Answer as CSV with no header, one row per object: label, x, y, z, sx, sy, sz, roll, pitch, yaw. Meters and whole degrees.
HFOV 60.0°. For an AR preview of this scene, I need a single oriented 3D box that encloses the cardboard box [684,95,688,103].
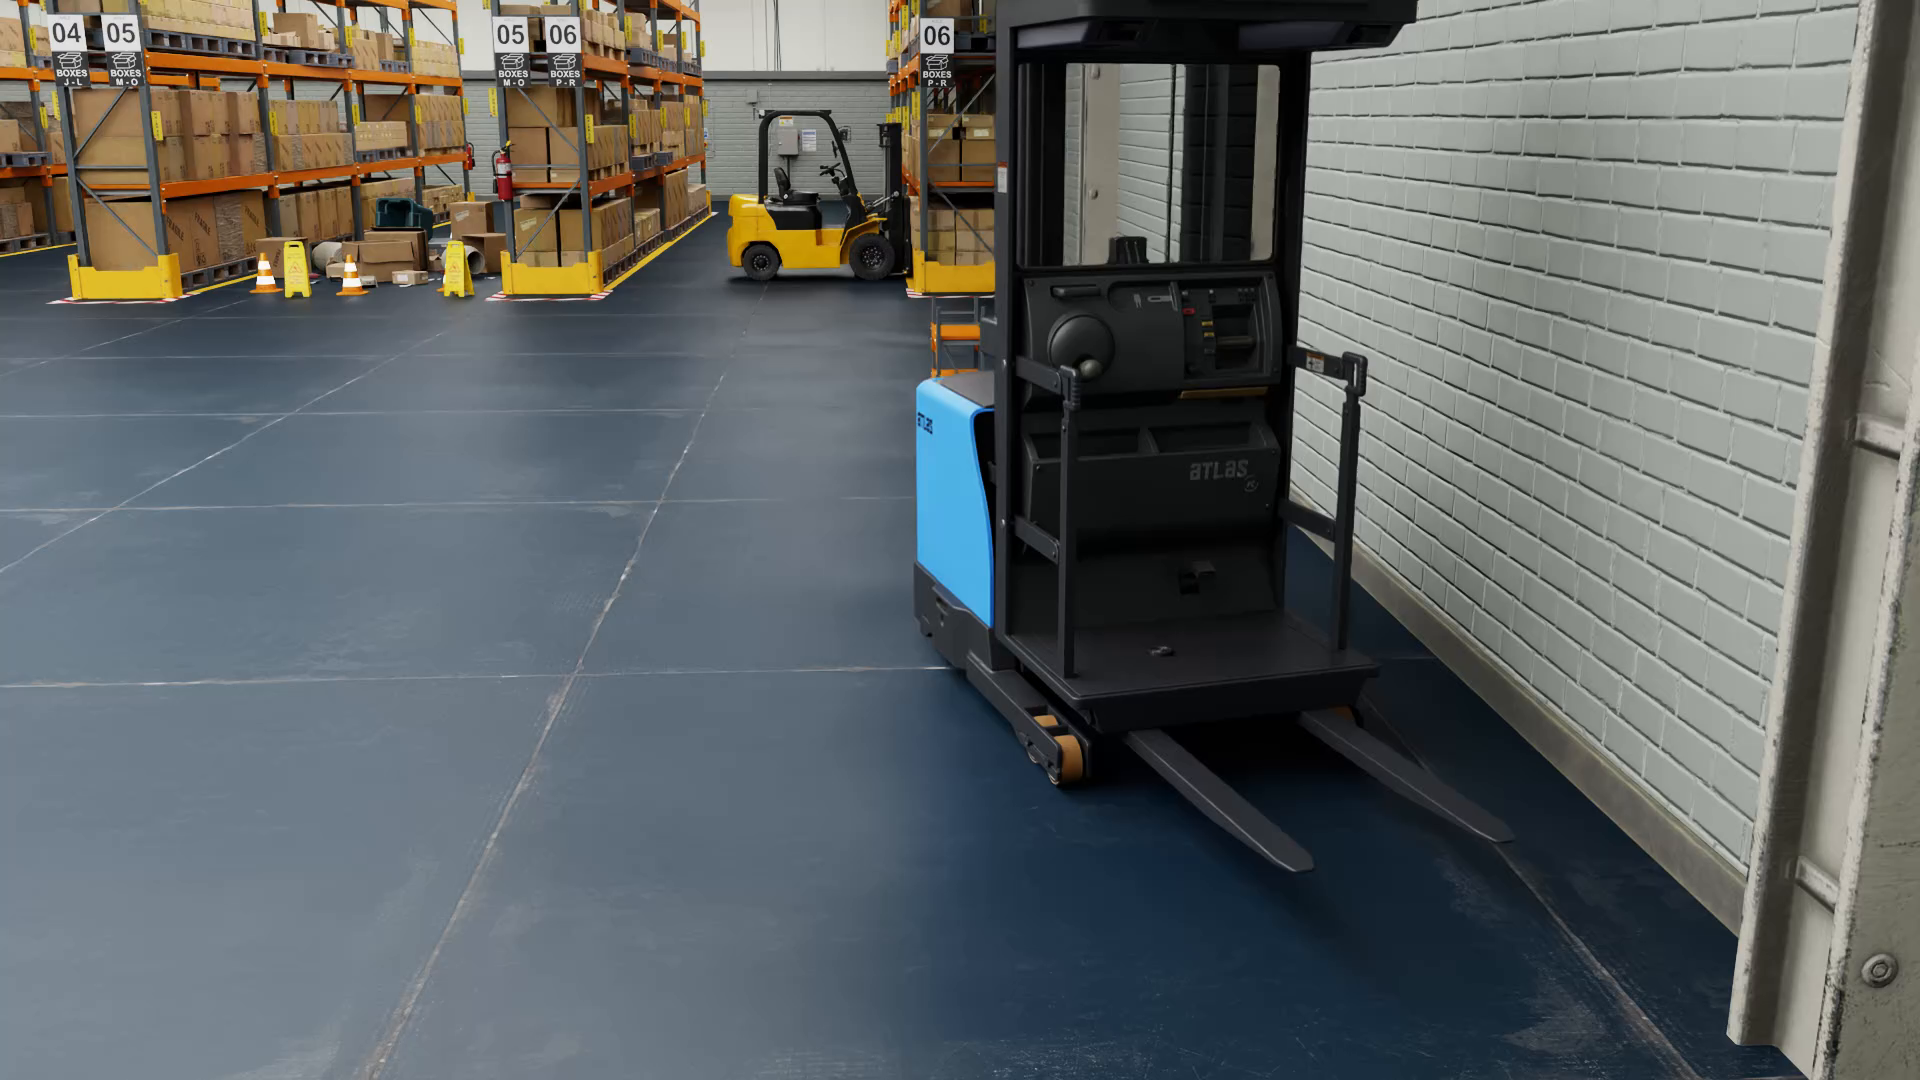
cardboard box,-5.484,-8.547,32.215,0.380,0.149,0.250,-1,14,-4

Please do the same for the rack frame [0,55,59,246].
rack frame,-15.322,-6.280,26.916,1.000,3.000,0.127,-1,14,-3

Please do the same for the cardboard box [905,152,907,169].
cardboard box,-0.559,-5.690,24.921,0.500,0.250,0.500,-1,14,-4

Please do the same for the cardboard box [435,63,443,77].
cardboard box,-10.460,-9.210,32.584,0.500,0.250,0.500,0,14,-1

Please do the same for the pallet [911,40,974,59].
pallet,-0.151,-6.714,22.760,1.003,0.211,1.213,-1,14,-3

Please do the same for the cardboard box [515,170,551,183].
cardboard box,-5.172,-4.412,20.158,0.380,0.149,0.250,0,14,-2

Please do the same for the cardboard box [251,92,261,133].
cardboard box,-10.129,-5.840,22.738,0.875,0.550,0.550,-1,14,-3

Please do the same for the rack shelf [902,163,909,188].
rack shelf,-0.353,-5.665,25.968,1.077,0.370,4.000,-1,14,-3

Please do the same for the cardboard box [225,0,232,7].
cardboard box,-9.731,-7.033,21.680,0.380,0.149,0.250,-1,14,-2

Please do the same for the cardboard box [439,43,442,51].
cardboard box,-10.533,-9.804,33.088,0.380,0.149,0.250,-1,14,-5

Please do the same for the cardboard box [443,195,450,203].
cardboard box,-10.467,-6.840,33.371,0.380,0.149,0.250,0,14,-1

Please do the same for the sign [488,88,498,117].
sign,-5.491,-5.154,19.580,0.100,0.325,0.005,-1,14,-3

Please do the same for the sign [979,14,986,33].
sign,0.324,-7.267,23.532,0.100,0.325,0.005,-1,14,-3

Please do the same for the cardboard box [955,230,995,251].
cardboard box,0.196,-3.755,20.774,0.500,0.250,0.500,-1,14,-2

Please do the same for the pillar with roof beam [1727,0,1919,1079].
pillar with roof beam,-2.307,-3.071,2.402,9.100,9.000,0.400,-1,14,-3

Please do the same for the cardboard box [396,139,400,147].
cardboard box,-10.361,-7.186,30.097,0.380,0.149,0.250,-1,14,-4

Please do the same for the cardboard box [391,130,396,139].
cardboard box,-10.340,-7.261,29.793,0.380,0.149,0.250,-1,14,-5

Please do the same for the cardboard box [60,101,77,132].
cardboard box,-15.389,-7.159,28.116,0.797,0.503,0.637,-1,14,-2

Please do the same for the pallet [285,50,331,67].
pallet,-10.200,-7.256,25.066,1.003,0.211,1.213,0,14,-1

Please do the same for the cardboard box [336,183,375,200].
cardboard box,-10.167,-5.863,27.963,0.500,0.250,0.500,-2,15,-6

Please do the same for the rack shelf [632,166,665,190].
rack shelf,-5.307,-5.588,25.667,1.077,0.370,4.000,-1,14,-3

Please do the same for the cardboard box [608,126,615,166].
cardboard box,-4.796,-5.140,21.687,0.500,0.500,0.500,-1,14,-5

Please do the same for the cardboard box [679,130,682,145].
cardboard box,-5.371,-7.368,30.439,0.500,0.250,0.500,-1,14,-2

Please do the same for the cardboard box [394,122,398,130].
cardboard box,-10.362,-7.469,30.001,0.380,0.149,0.250,-1,14,-5

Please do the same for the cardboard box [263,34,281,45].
cardboard box,-9.934,-7.182,23.860,0.250,0.149,0.380,-1,14,-3

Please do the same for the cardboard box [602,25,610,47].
cardboard box,-4.791,-6.478,21.369,0.500,0.250,0.500,-1,14,-2

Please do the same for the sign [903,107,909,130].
sign,-0.771,-6.028,23.769,0.100,0.325,0.005,-1,14,-3

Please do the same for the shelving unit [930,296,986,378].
shelving unit,-0.010,-0.622,8.537,0.258,1.200,0.503,-1,14,-3

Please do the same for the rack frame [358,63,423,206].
rack frame,-10.613,-7.327,30.982,1.000,3.000,0.127,-1,14,-3

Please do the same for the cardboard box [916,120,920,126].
cardboard box,-0.372,-5.365,21.261,0.380,0.149,0.250,-1,14,-2

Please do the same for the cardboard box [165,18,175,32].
cardboard box,-9.603,-6.141,19.815,0.380,0.149,0.250,-1,14,-3

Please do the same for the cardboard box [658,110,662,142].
cardboard box,-5.126,-6.720,26.986,0.500,0.500,0.500,-1,14,-5

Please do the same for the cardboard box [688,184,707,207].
cardboard box,-5.786,-7.223,34.878,0.875,0.438,0.875,-1,14,-5

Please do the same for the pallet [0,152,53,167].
pallet,-15.172,-6.012,26.257,1.213,0.211,1.003,-1,14,-3

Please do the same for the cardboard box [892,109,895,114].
cardboard box,-1.121,-8.445,33.528,0.500,0.500,0.500,-1,14,-2

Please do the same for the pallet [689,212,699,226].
pallet,-5.648,-6.268,32.464,1.003,0.211,1.213,-1,14,-3

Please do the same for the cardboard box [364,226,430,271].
cardboard box,-7.638,-3.931,22.521,0.797,0.637,0.503,-1,14,-3

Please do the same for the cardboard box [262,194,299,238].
cardboard box,-10.246,-4.604,24.072,1.050,0.750,0.750,-1,14,-4

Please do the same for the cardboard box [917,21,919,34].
cardboard box,-0.336,-6.306,20.455,0.380,0.149,0.250,-1,14,-5

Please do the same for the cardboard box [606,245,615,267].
cardboard box,-4.734,-3.647,21.358,0.500,0.250,0.500,0,14,-1

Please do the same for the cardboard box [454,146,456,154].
cardboard box,-10.550,-7.998,34.098,0.380,0.149,0.250,-1,14,-4

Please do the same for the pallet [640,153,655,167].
pallet,-5.268,-5.849,25.624,1.003,0.211,1.213,-1,14,-3

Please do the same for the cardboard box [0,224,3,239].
cardboard box,-15.172,-4.838,25.443,0.700,0.500,0.500,0,14,1

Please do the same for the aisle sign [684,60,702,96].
aisle sign,-5.622,-9.705,35.008,0.394,0.787,0.004,-1,14,-3

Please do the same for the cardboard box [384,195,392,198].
cardboard box,-10.226,-5.757,29.056,0.500,0.500,0.500,-1,14,-5

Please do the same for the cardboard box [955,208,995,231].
cardboard box,0.177,-4.000,20.721,0.500,0.250,0.500,-1,14,-4

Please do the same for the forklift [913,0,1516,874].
forklift,0.732,-0.730,5.483,1.130,2.935,3.031,-4,15,-17

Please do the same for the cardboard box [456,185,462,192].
cardboard box,-10.576,-7.305,34.581,0.380,0.149,0.250,-1,14,-3

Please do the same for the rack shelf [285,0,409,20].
rack shelf,-10.489,-9.193,28.441,1.077,0.370,4.000,-1,14,-3

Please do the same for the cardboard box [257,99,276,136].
cardboard box,-10.154,-5.993,23.592,0.700,0.500,0.500,-1,14,-4

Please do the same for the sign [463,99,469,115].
sign,-10.306,-9.039,34.679,0.100,0.325,0.005,-1,14,-3

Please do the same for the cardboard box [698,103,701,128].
cardboard box,-5.598,-8.710,34.151,0.500,0.500,0.500,-1,14,-3

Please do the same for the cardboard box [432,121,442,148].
cardboard box,-10.426,-7.895,32.393,0.500,0.500,0.500,-1,14,-5

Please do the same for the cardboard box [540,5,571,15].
cardboard box,-4.754,-6.253,19.692,0.380,0.149,0.250,-1,14,-4

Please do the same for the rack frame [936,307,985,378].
rack frame,0.005,-0.562,8.301,0.240,1.200,0.015,-1,14,-3

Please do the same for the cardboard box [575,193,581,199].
cardboard box,-5.469,-4.805,23.049,0.380,0.149,0.250,-1,14,-3
